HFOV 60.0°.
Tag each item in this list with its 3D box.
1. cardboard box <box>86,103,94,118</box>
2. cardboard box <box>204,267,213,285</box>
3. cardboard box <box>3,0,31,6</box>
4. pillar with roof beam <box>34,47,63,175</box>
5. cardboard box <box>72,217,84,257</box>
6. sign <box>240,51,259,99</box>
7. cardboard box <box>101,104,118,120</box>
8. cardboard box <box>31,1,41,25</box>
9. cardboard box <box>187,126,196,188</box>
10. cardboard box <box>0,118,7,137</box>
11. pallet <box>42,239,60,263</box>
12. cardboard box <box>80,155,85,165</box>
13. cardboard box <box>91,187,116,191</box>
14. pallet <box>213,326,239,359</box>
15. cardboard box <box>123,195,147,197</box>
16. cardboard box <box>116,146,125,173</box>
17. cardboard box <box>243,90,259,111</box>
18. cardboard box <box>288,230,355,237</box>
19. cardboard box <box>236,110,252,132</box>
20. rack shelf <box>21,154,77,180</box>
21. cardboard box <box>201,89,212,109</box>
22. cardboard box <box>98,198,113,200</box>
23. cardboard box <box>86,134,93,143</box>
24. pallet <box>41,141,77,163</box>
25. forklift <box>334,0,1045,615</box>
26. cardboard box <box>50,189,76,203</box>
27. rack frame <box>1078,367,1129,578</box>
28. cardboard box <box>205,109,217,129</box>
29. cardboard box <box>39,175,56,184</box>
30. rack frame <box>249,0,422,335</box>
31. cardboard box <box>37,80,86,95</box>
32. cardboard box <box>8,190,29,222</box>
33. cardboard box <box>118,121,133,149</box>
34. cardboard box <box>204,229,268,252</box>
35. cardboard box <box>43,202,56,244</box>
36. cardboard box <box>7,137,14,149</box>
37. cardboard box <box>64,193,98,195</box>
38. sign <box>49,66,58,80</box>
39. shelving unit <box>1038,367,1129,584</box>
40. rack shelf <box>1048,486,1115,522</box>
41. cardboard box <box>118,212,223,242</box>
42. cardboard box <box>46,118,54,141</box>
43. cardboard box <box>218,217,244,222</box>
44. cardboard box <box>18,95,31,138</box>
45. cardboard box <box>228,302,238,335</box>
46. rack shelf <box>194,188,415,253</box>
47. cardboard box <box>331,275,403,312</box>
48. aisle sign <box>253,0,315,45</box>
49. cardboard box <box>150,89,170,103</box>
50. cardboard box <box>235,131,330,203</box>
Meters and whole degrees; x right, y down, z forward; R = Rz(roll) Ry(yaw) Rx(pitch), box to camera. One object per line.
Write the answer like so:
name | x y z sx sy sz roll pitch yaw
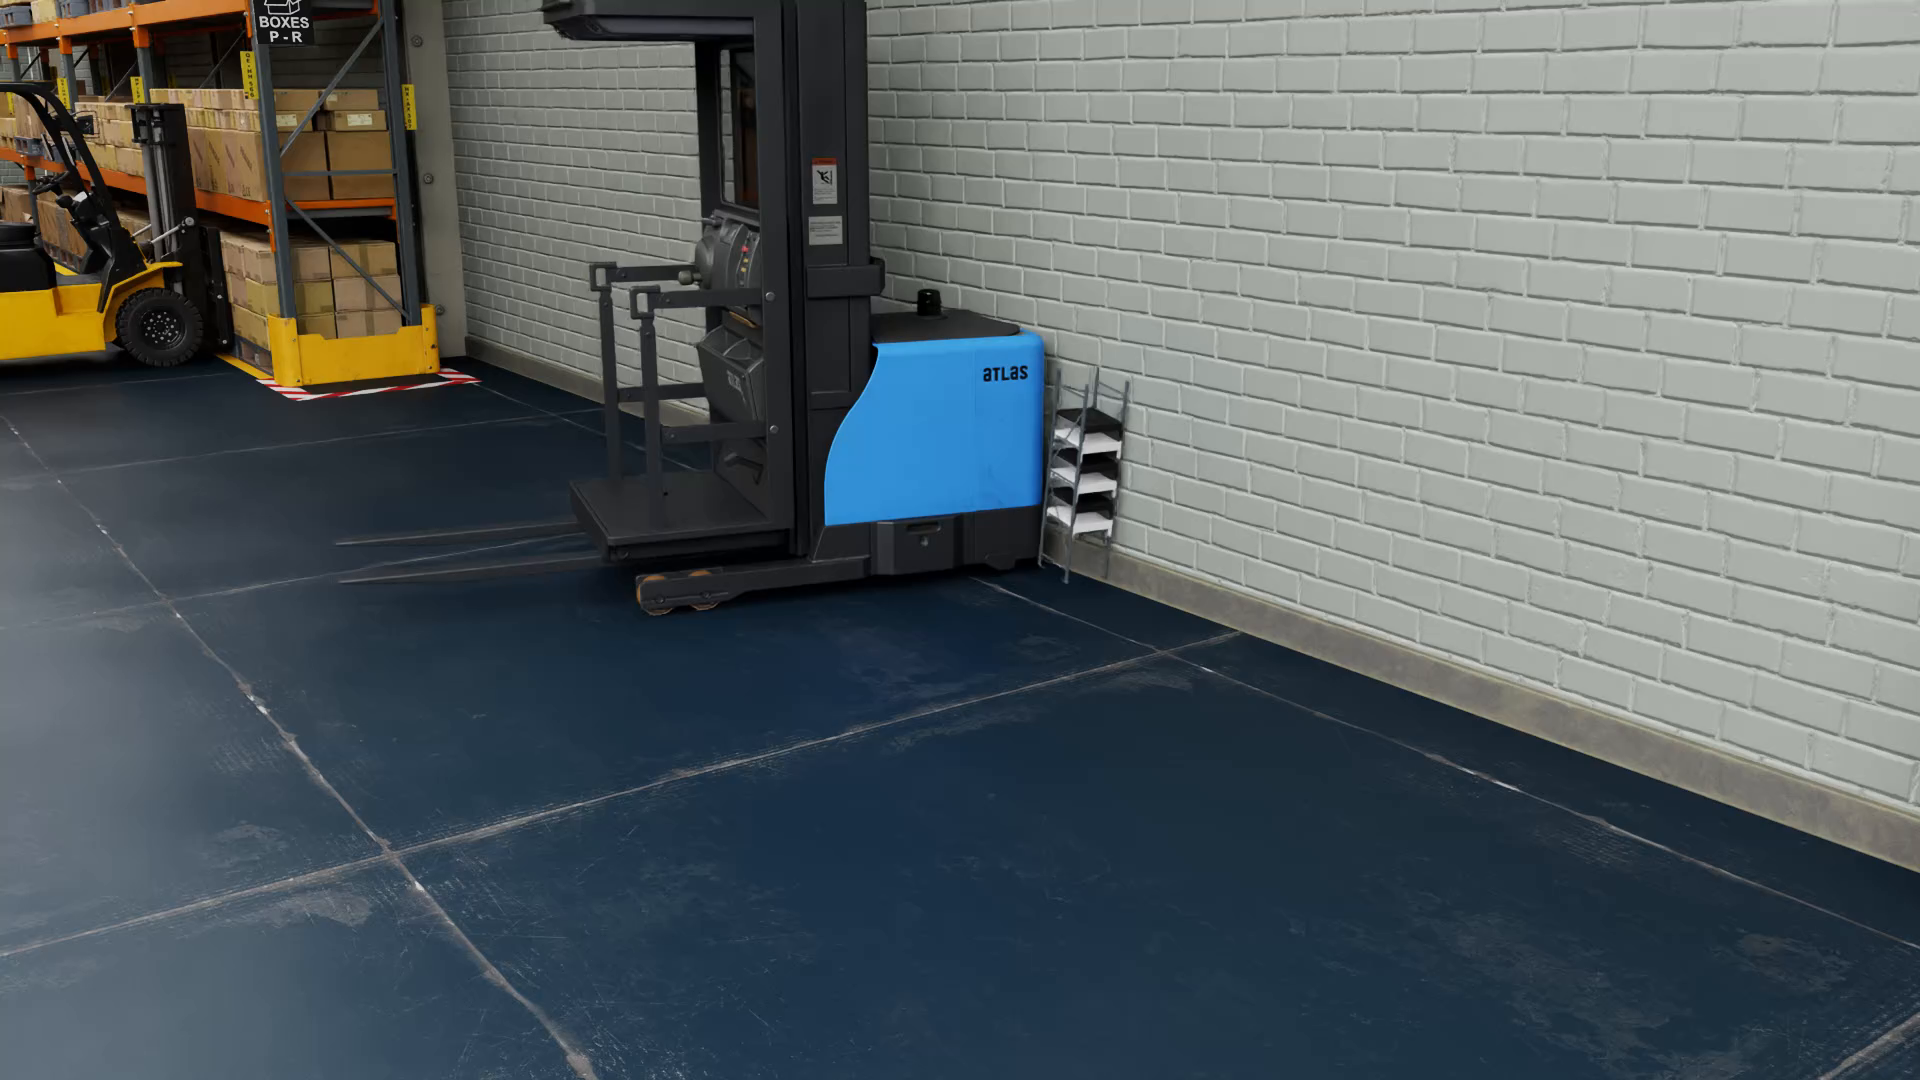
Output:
cardboard box | -8.995 -4.540 17.565 0.380 0.149 0.250 -10 18 -33
cardboard box | -6.007 -2.188 13.856 0.500 0.250 0.500 -11 19 -35
cardboard box | -11.340 -6.539 20.094 0.380 0.149 0.250 -11 19 -34
pillar with roof beam | -18.316 -9.050 24.096 9.100 9.000 0.400 -11 19 -35
cardboard box | -9.982 -3.563 19.352 0.500 0.500 0.500 -11 19 -35
sign | -5.017 -3.284 11.750 0.100 0.325 0.005 -11 19 -35
cardboard box | -8.296 -4.259 16.537 0.380 0.149 0.250 -11 19 -36
cardboard box | -10.362 -6.061 19.141 0.500 0.250 0.500 -11 19 -35
cardboard box | -6.254 -3.243 14.053 0.500 0.500 0.500 -11 19 -35
cardboard box | -12.712 -5.610 22.612 0.500 0.250 0.500 -11 19 -35
pallet | -11.117 -3.742 21.348 1.003 0.211 1.213 -11 19 -35
cardboard box | -9.211 -4.196 18.008 0.500 0.250 0.500 -11 19 -34
cardboard box | -11.017 -4.475 21.456 0.380 0.149 0.250 -11 19 -35
pallet | -5.767 -1.765 14.123 1.003 0.211 1.213 -11 19 -35
cardboard box | -9.759 -4.044 19.881 0.380 0.149 0.250 -12 19 -37
cardboard box | -7.997 -3.758 16.410 0.500 0.250 0.500 -11 19 -34
cardboard box | -5.121 -3.289 12.428 0.380 0.149 0.250 -11 19 -34
cardboard box | -5.282 -2.398 13.673 0.500 0.250 0.500 -11 19 -35
cardboard box | -5.175 -3.134 12.426 0.380 0.149 0.250 -11 18 -34
rack shelf | -10.450 -4.481 20.128 1.077 0.370 4.000 -11 19 -35
cardboard box | -5.783 -3.498 13.192 0.380 0.149 0.250 -10 18 -33
cardboard box | -10.074 -3.893 19.329 0.380 0.149 0.250 -12 19 -36
cardboard box | -8.917 -4.330 17.550 0.500 0.250 0.500 -10 18 -33
pallet | -9.729 -4.442 18.987 1.213 0.211 1.003 -11 19 -35
forklift | -1.183 -1.257 7.116 3.031 2.935 1.130 -6 16 -20
cardboard box | -11.244 -4.347 20.986 0.380 0.149 0.250 -12 19 -37
rack frame | 0.621 -0.291 7.290 0.006 0.900 0.240 -7 24 -29
cardboard box | -5.775 -3.354 13.231 0.380 0.149 0.250 -11 19 -34
cardboard box | -11.581 -4.600 21.347 0.380 0.149 0.250 -11 19 -35
rack frame | -4.570 -2.692 12.231 1.000 3.000 0.127 -11 19 -35
cardboard box | -12.286 -6.047 22.788 0.500 0.500 0.500 -11 19 -36
cardboard box | -12.994 -4.644 23.300 0.500 0.500 0.500 -10 18 -34
cardboard box | -7.726 -3.889 15.941 0.500 0.250 0.500 -11 19 -36
cardboard box | -5.995 -2.425 13.772 0.500 0.250 0.500 -11 19 -36
cardboard box | -11.202 -4.001 20.953 0.500 0.500 0.500 -11 19 -35
cardboard box | -12.666 -5.377 22.515 0.380 0.149 0.250 -11 19 -35
cardboard box | -10.629 -4.124 20.174 0.380 0.149 0.250 -11 19 -34
sign | -13.517 -6.902 24.819 0.100 0.325 0.005 -11 19 -35
shelving unit | 0.532 -0.280 7.241 0.210 0.900 0.258 -7 24 -29
rack shelf | 0.523 -0.165 7.285 0.200 0.077 0.258 -7 24 -29
cardboard box | -8.132 -3.041 17.206 0.875 0.625 0.625 -12 19 -37
cardboard box | -10.156 -4.706 19.077 0.500 0.250 0.500 -12 19 -37
cardboard box | -6.476 -2.830 15.253 0.500 0.250 0.500 -10 18 -33
cardboard box | -11.218 -5.257 20.616 0.700 0.500 0.500 -11 19 -34
cardboard box | -5.673 -1.836 13.515 0.500 0.250 0.500 -11 19 -34
rack shelf | -5.746 -2.772 13.887 1.077 0.370 4.000 -11 19 -35
cardboard box | -4.679 -1.942 12.957 0.500 0.250 0.500 -10 18 -34
aisle sign | -4.769 -3.887 11.670 0.394 0.787 0.004 -11 19 -35
cardboard box | -6.975 -3.937 14.797 0.380 0.149 0.250 -10 18 -33
cardboard box | -5.072 -2.805 12.453 0.500 0.500 0.500 -11 19 -36
